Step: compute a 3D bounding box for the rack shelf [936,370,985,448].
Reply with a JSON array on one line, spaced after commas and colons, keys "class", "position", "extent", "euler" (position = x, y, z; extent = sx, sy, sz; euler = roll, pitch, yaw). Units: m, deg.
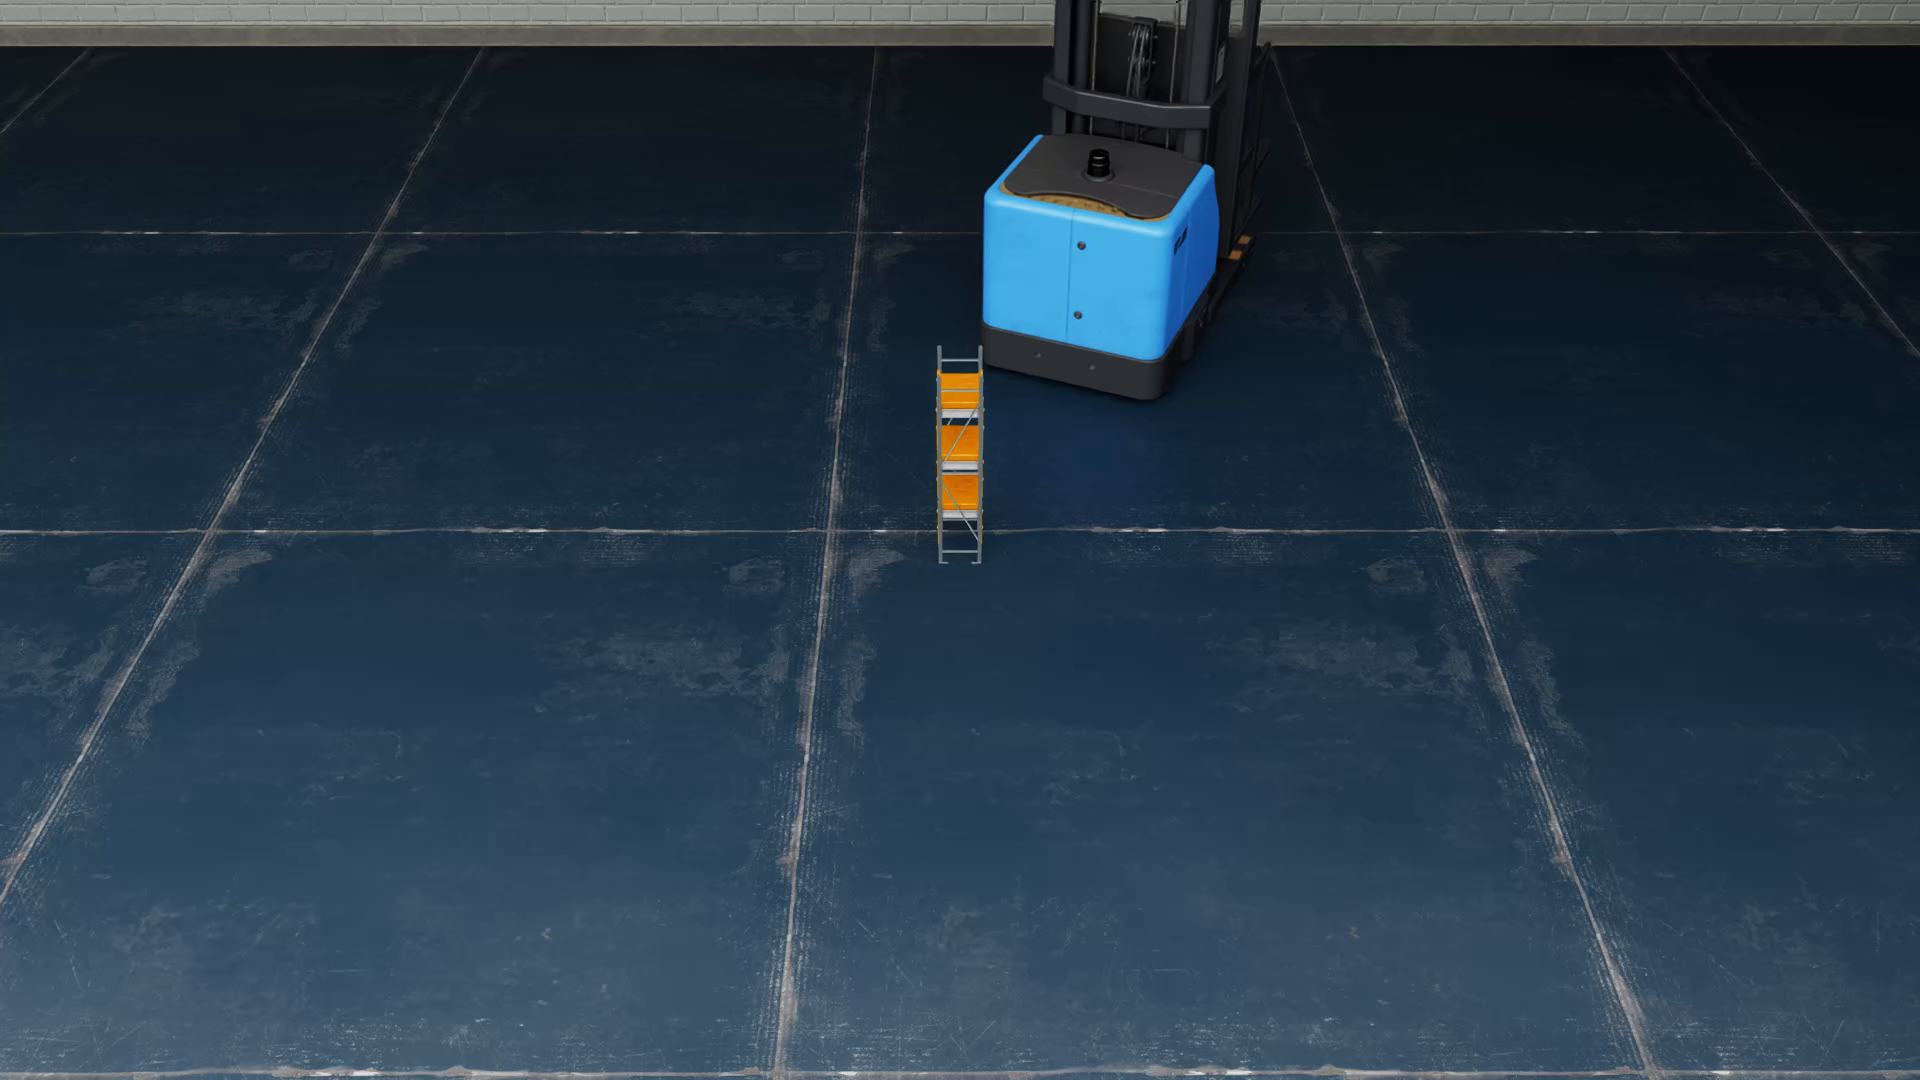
[{"class": "rack shelf", "position": [0.000, -0.589, 7.455], "extent": [0.215, 0.259, 0.240], "euler": [0, 39, 0]}]

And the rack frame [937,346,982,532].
[{"class": "rack frame", "position": [0.000, -0.453, 7.721], "extent": [0.200, 1.050, 0.008], "euler": [0, 39, 0]}]

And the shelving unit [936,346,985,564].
[{"class": "shelving unit", "position": [0.000, -0.376, 7.625], "extent": [0.215, 1.050, 0.252], "euler": [0, 39, 0]}]

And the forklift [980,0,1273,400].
[{"class": "forklift", "position": [1.149, -2.807, 9.154], "extent": [1.130, 2.935, 3.031], "euler": [15, 41, 18]}]

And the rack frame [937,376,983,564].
[{"class": "rack frame", "position": [0.000, -0.300, 7.530], "extent": [0.200, 1.050, 0.008], "euler": [0, 39, 0]}]

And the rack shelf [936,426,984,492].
[{"class": "rack shelf", "position": [0.000, -0.368, 7.632], "extent": [0.215, 0.259, 0.240], "euler": [0, 39, 0]}]

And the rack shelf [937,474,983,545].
[{"class": "rack shelf", "position": [0.000, -0.151, 7.806], "extent": [0.215, 0.259, 0.240], "euler": [0, 39, 0]}]
